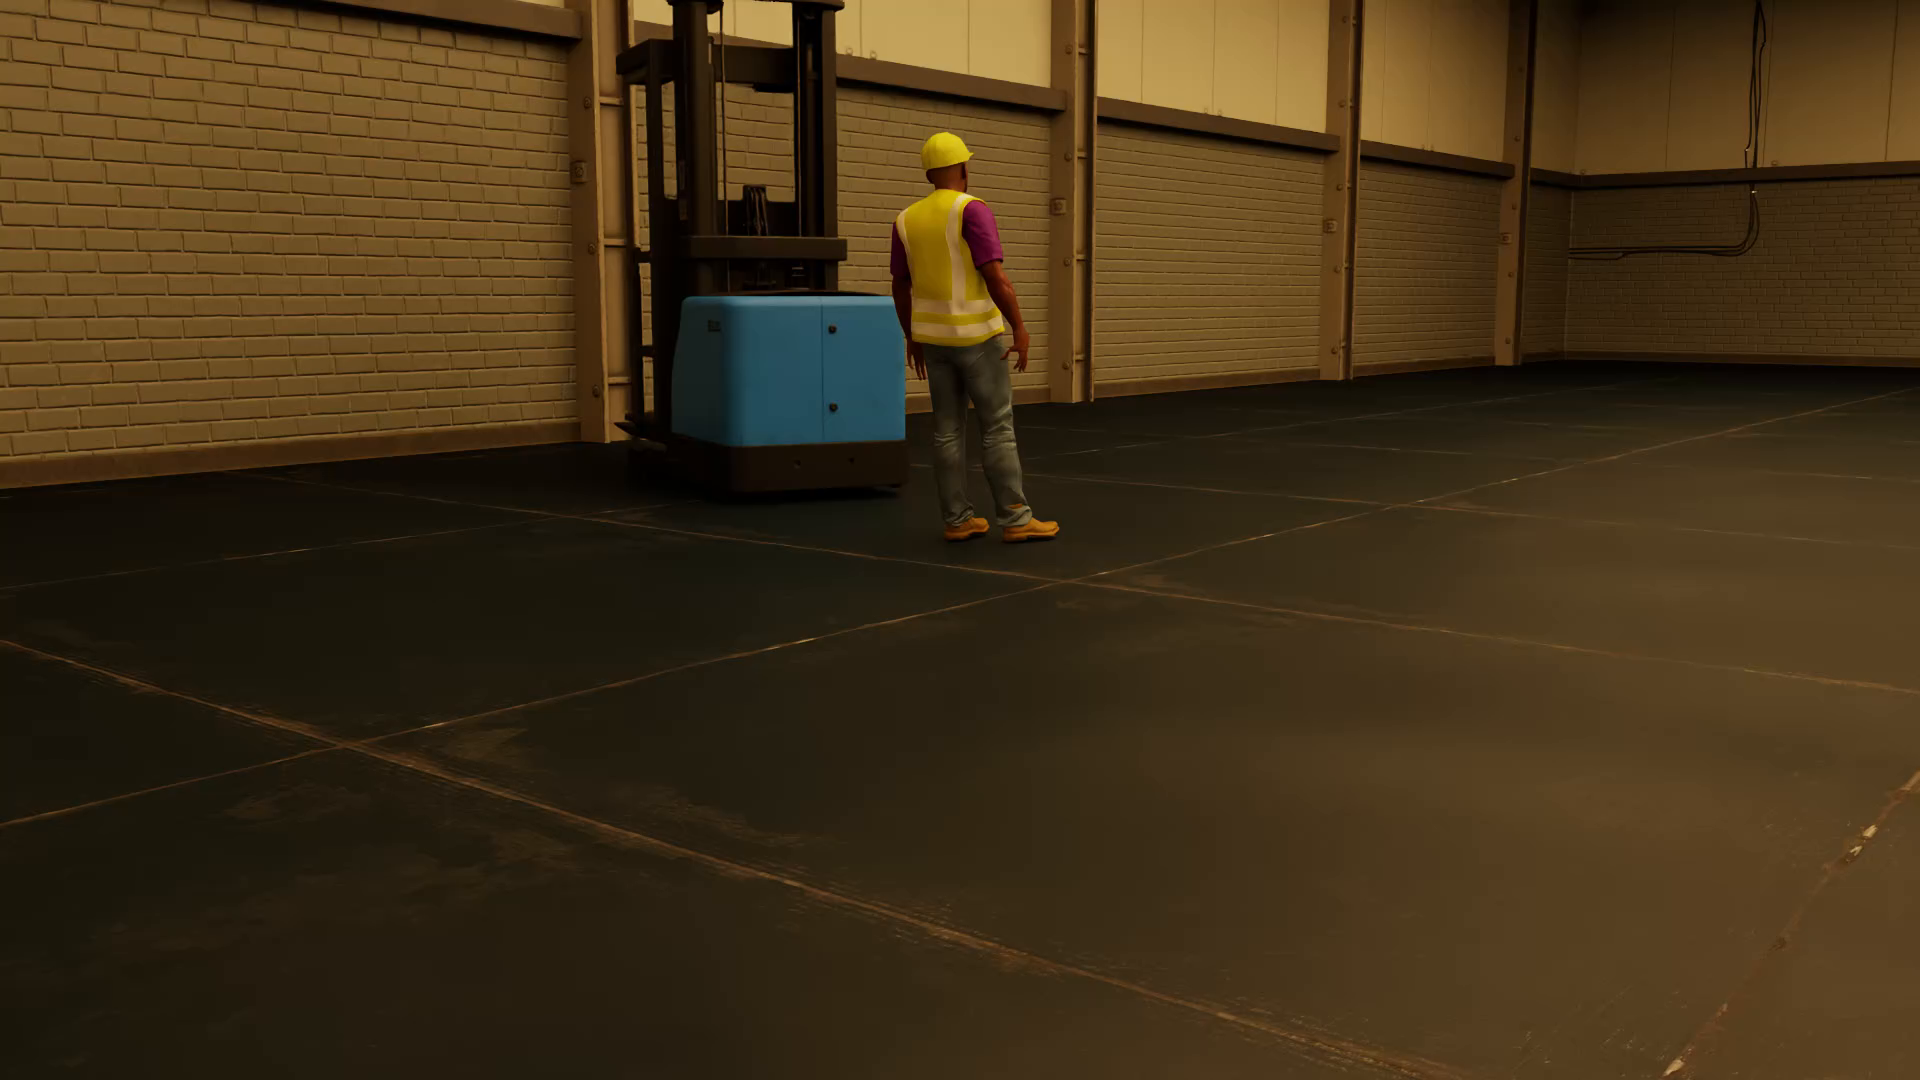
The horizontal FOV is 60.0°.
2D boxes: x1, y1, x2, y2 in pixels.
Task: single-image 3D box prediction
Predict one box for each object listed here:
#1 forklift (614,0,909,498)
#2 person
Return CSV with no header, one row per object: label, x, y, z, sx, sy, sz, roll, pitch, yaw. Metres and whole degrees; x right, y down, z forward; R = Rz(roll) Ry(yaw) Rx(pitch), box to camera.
forklift,-1.376,-1.847,9.904,1.130,2.935,3.031,-4,9,-26
person,0.048,-0.888,7.326,0.666,1.765,0.577,7,11,38
